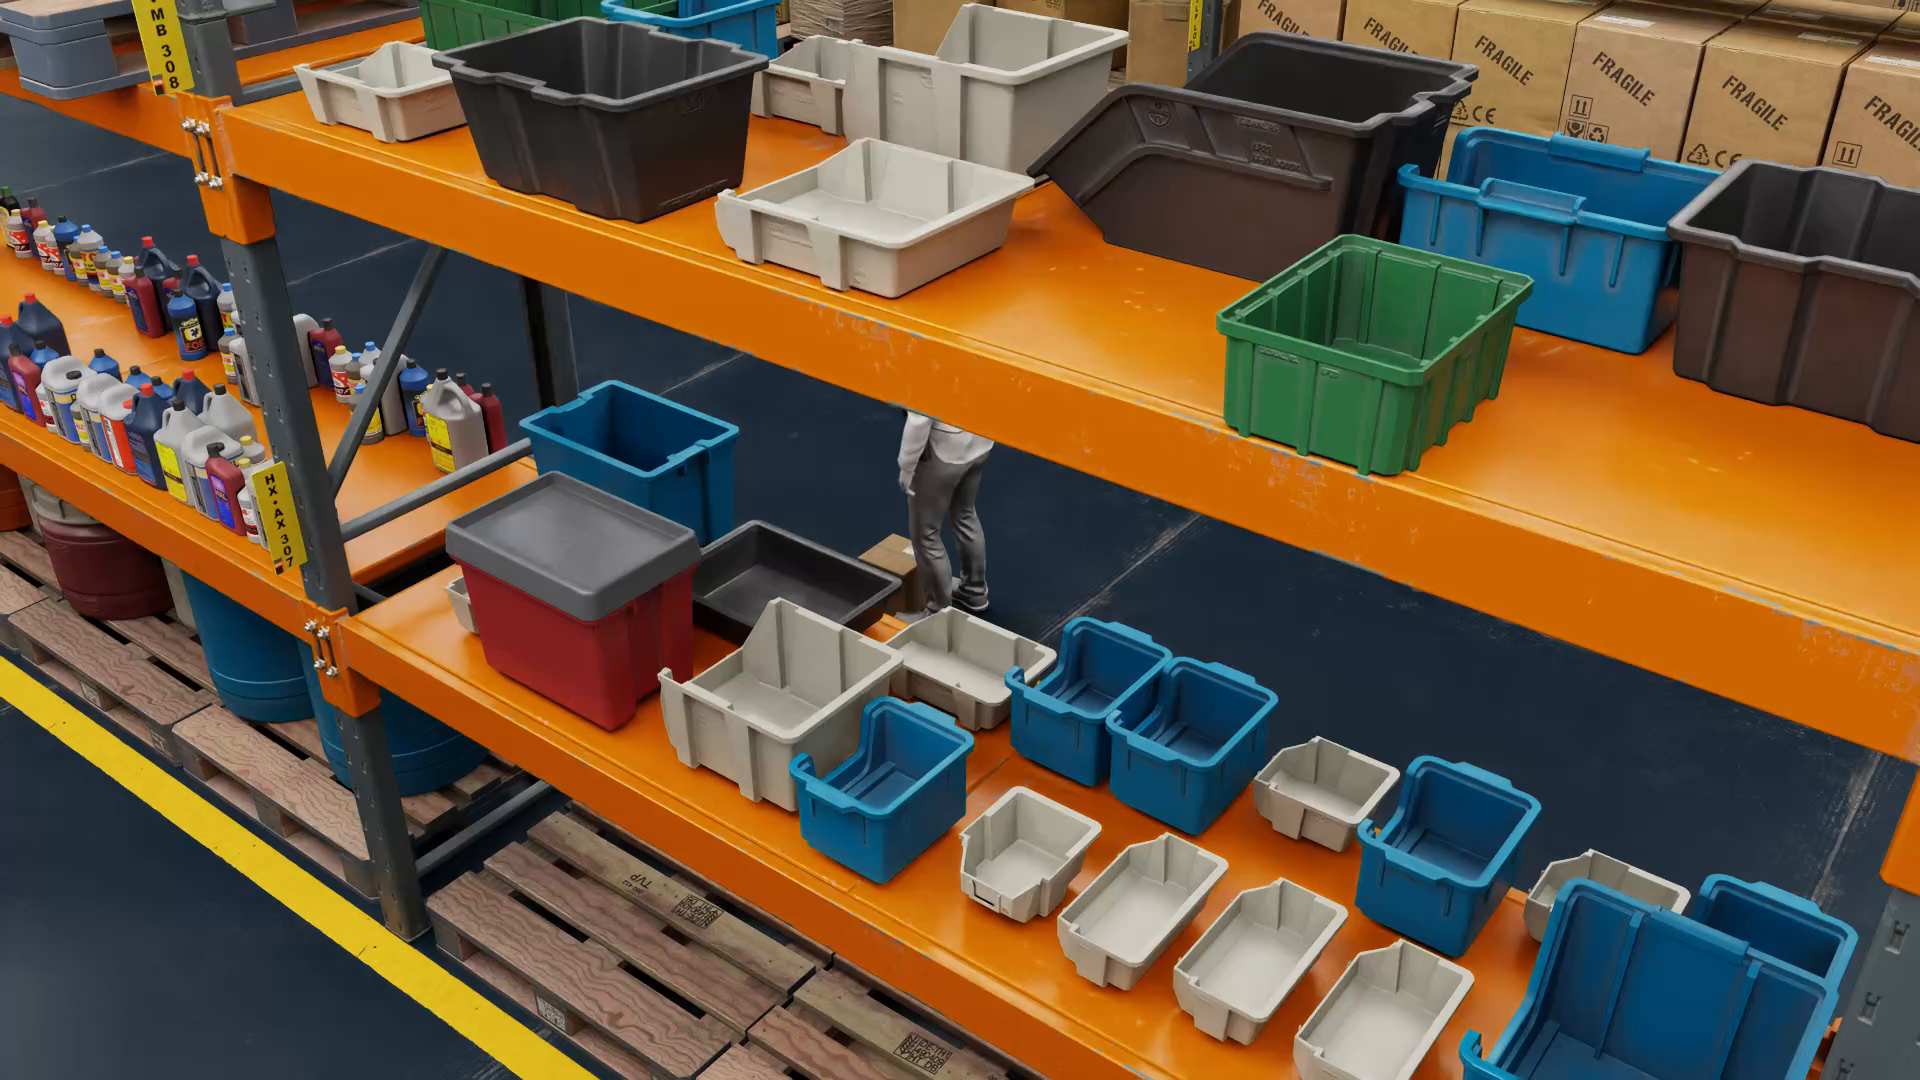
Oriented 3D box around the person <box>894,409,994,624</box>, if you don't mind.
[{"bbox_3d":[-0.070,-0.372,6.747,0.357,1.662,0.526,21,37,31],"label":"person"}]
